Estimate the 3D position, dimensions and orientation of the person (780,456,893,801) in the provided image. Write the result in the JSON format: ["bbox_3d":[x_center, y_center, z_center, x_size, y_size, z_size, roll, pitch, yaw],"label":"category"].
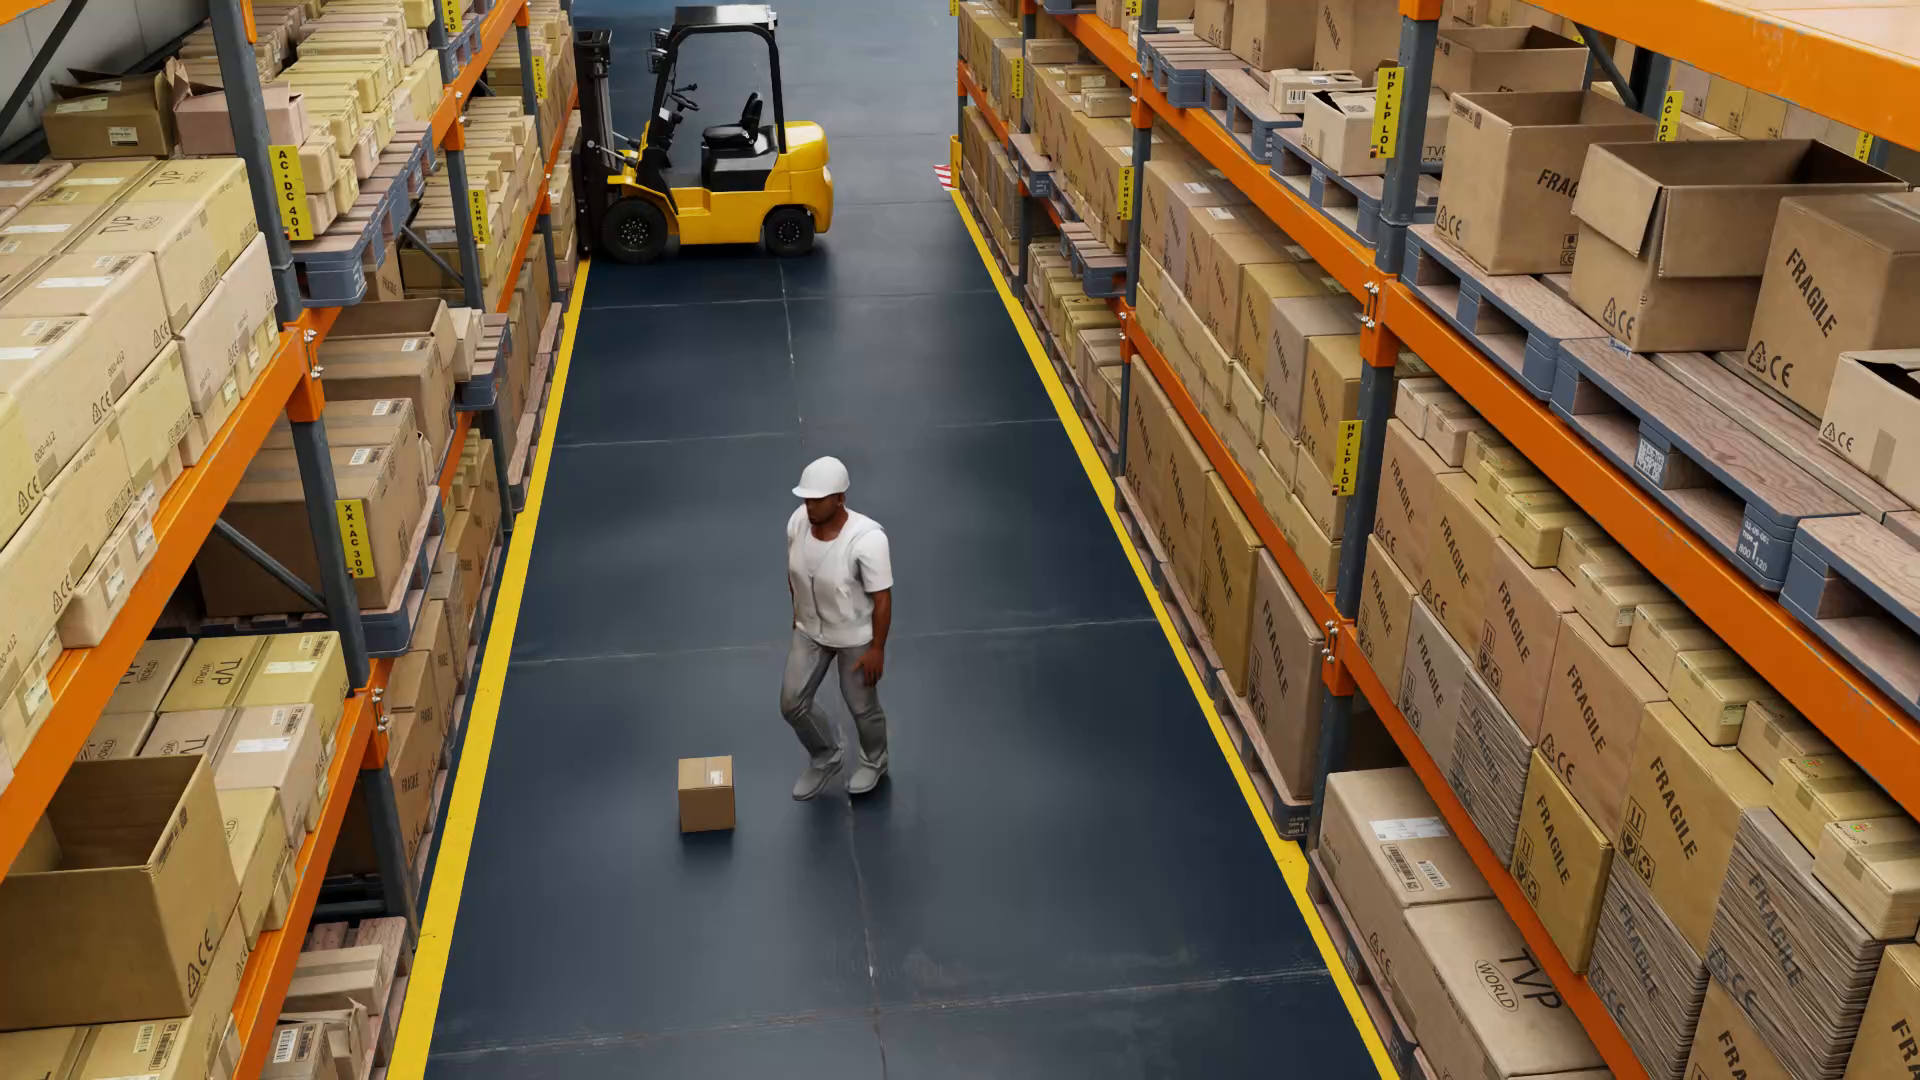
[{"bbox_3d":[-0.567,0.434,7.721,0.601,1.777,0.513,13,30,24],"label":"person"}]
